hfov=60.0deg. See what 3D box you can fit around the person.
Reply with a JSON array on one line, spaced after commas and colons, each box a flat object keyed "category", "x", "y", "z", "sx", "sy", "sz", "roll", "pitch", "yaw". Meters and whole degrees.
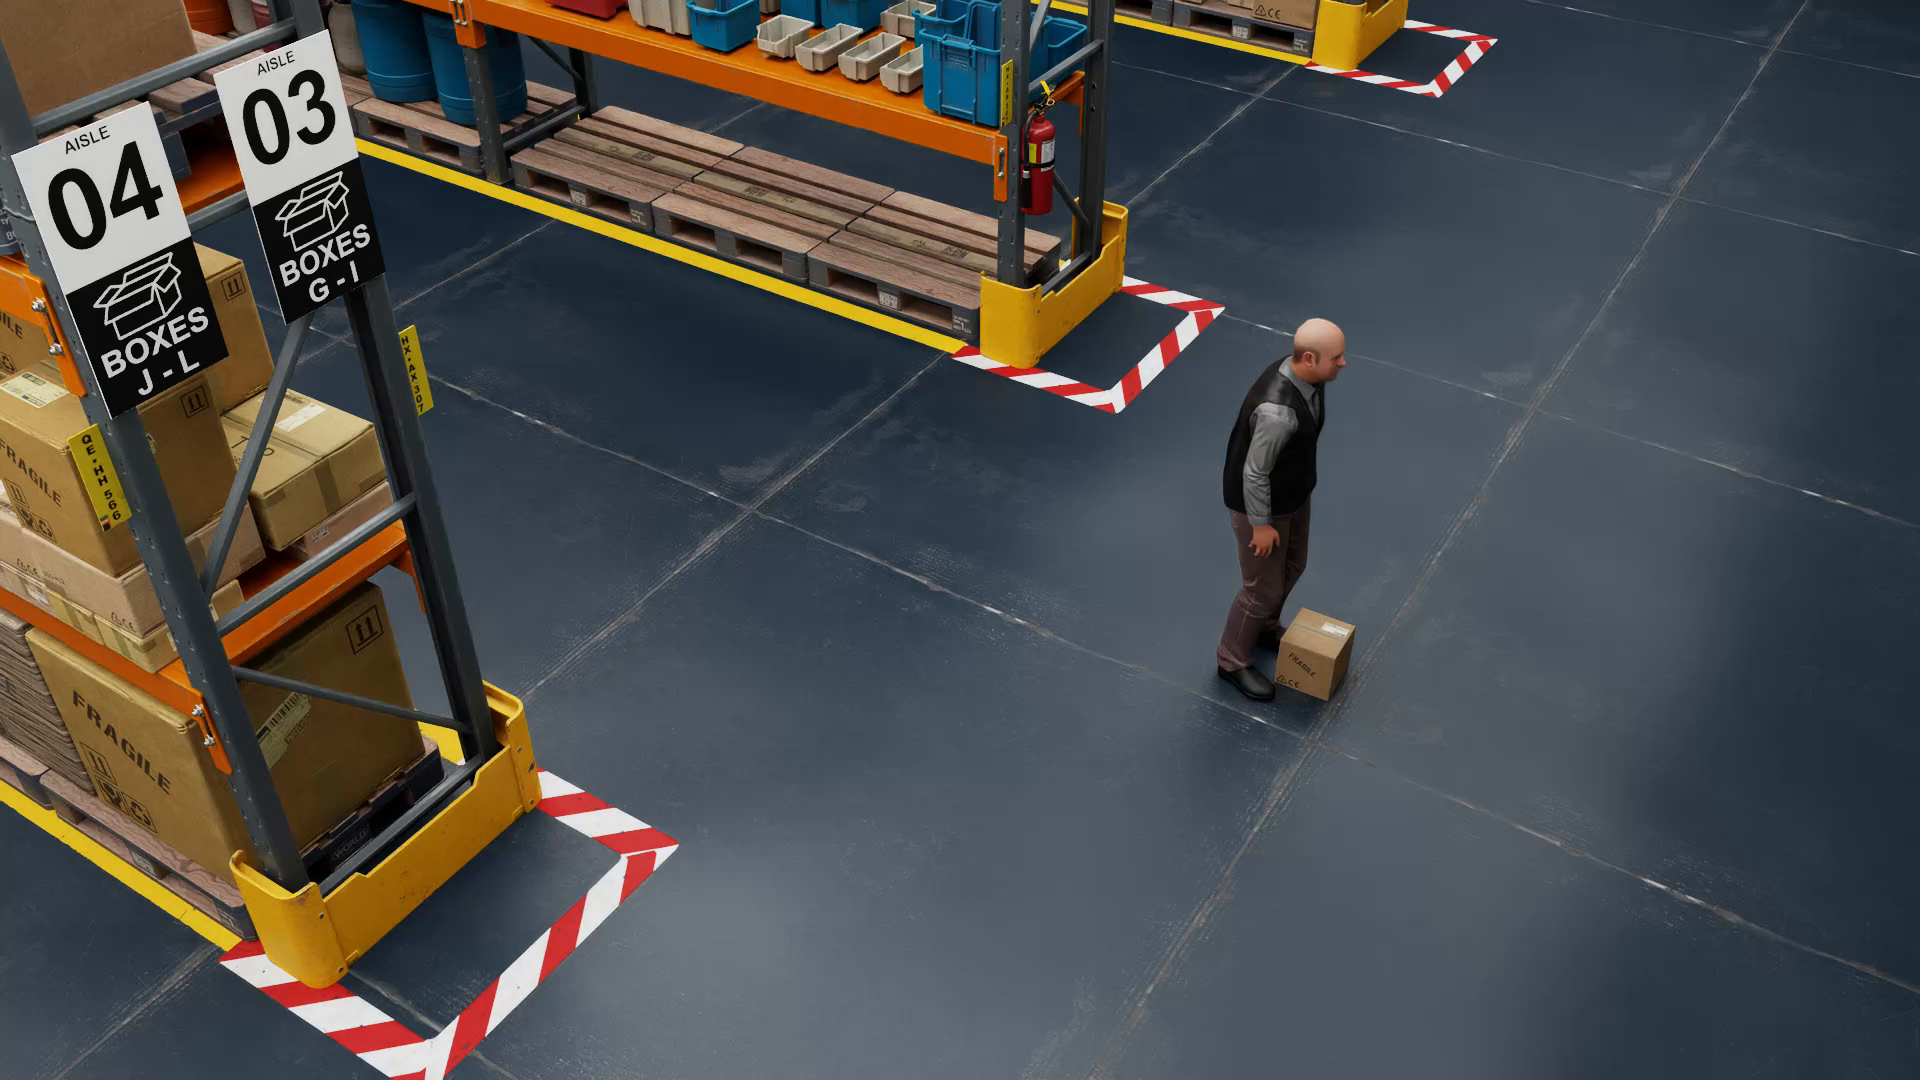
[{"category": "person", "x": 1.311, "y": -0.173, "z": 6.920, "sx": 0.424, "sy": 1.720, "sz": 0.592, "roll": 19, "pitch": 42, "yaw": 22}]
